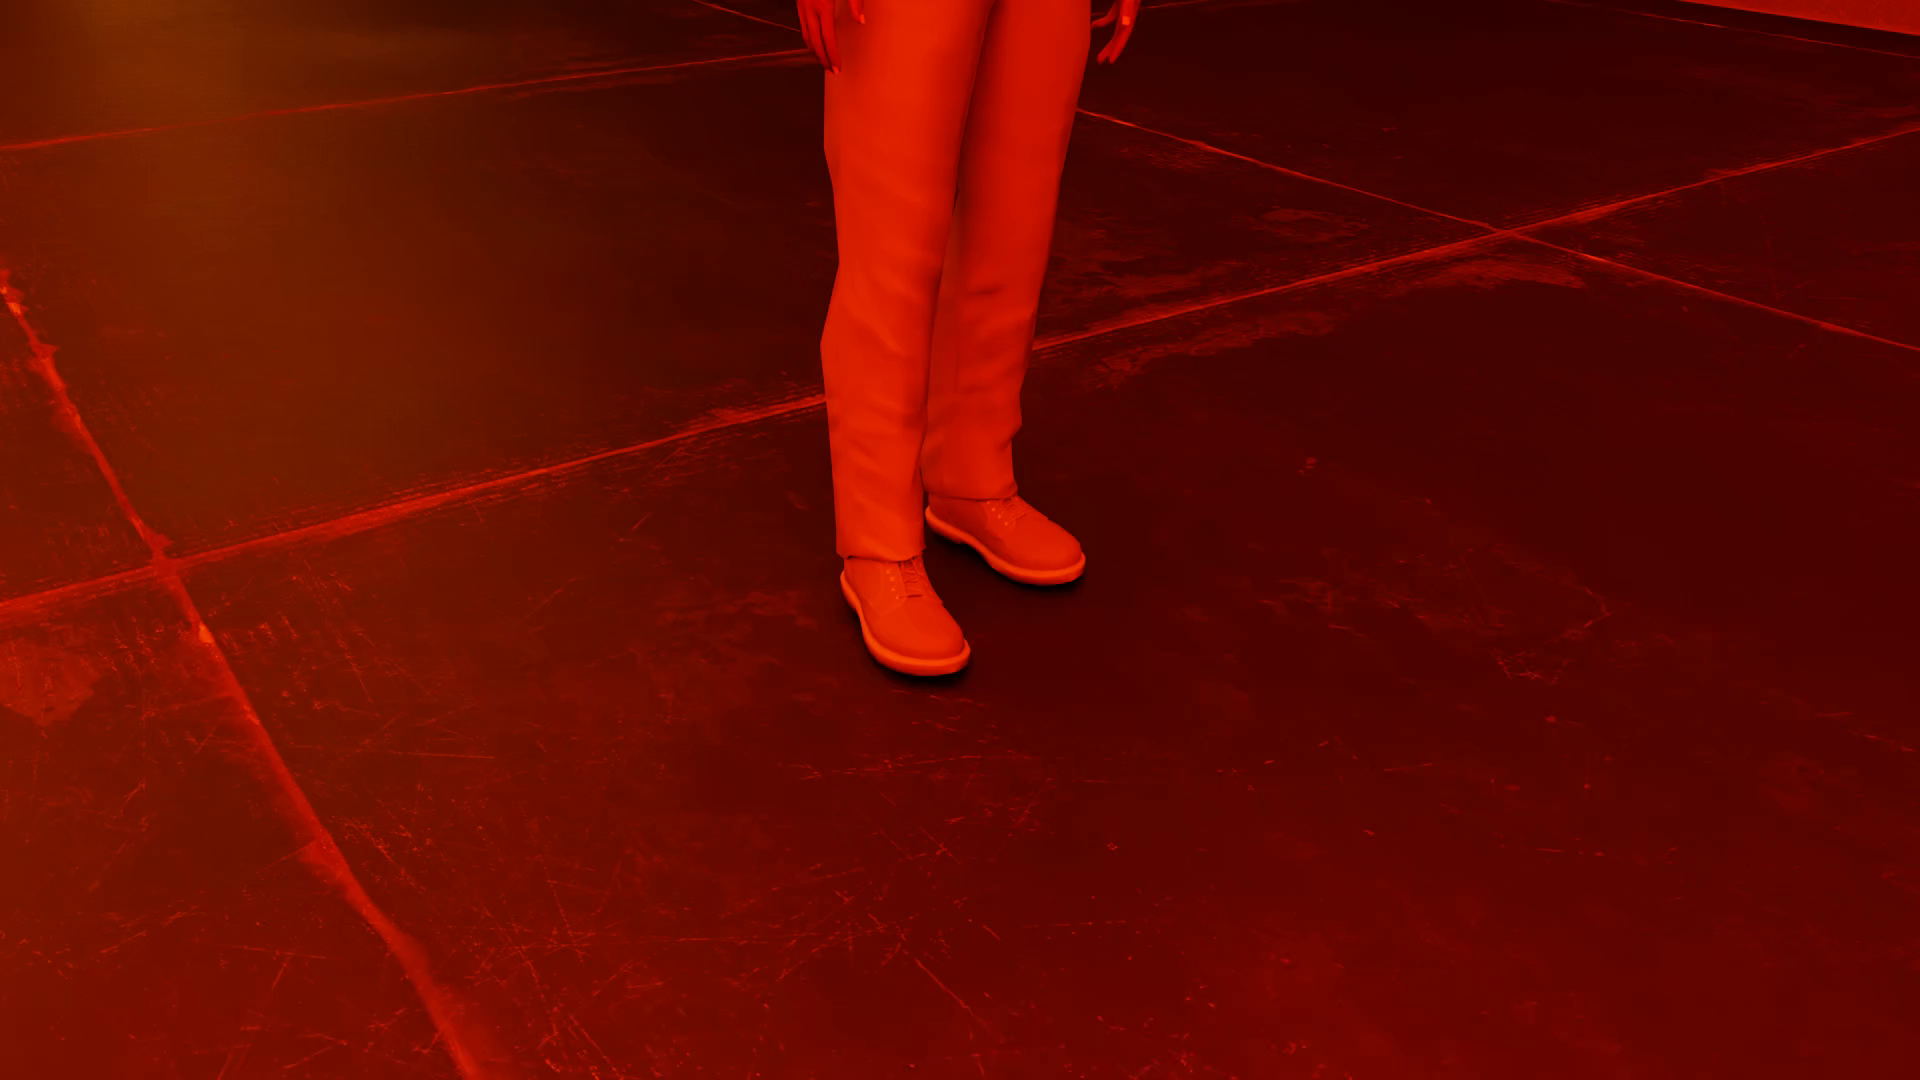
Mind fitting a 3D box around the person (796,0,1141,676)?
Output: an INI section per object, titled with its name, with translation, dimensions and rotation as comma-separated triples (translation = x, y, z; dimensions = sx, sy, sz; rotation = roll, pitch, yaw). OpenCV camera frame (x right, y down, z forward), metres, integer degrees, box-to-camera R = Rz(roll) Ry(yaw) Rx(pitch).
[person]
translation = 0.027, -0.731, 2.051
dimensions = 0.569, 1.695, 0.528
rotation = -17, 31, -31
